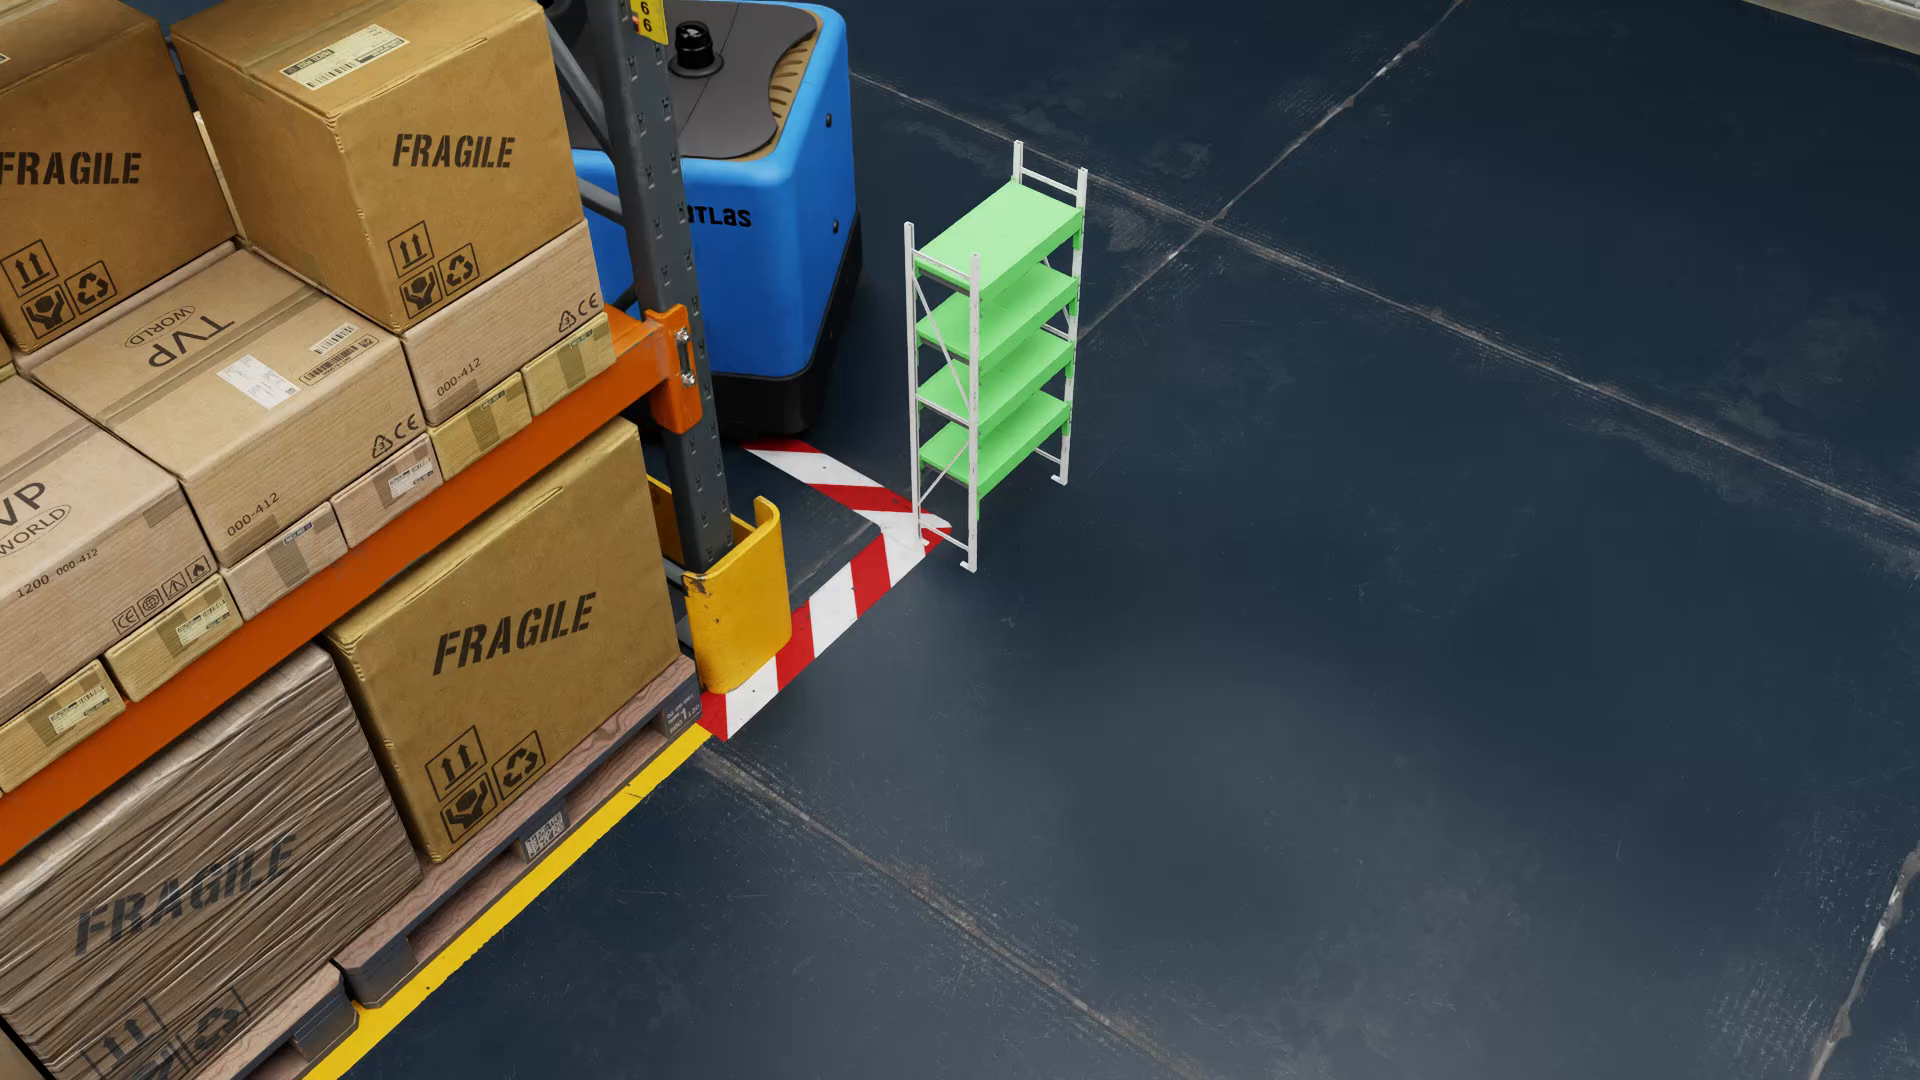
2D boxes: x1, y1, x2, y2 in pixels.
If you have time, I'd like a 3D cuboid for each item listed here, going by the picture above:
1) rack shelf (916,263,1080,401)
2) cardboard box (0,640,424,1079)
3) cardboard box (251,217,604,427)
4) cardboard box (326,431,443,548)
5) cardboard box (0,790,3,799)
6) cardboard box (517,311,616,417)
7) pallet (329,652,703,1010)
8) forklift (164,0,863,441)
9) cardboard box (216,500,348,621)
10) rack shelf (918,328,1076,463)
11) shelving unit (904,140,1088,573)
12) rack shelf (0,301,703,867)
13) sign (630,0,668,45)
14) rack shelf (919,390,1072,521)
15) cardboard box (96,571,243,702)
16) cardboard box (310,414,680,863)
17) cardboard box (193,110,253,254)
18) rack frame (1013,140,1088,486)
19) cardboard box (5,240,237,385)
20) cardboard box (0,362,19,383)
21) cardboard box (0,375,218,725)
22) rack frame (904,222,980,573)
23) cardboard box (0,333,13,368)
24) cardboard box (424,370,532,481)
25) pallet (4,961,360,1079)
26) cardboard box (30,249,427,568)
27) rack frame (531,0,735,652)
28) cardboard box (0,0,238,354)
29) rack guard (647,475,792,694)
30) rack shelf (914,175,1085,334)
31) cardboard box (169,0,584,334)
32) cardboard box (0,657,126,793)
[{"bbox_3d":[0.101,-0.631,4.779,0.258,0.148,0.480,29,53,25],"label":"rack shelf"},{"bbox_3d":[-1.943,0.599,3.782,0.875,0.875,0.875,29,53,25],"label":"cardboard box"},{"bbox_3d":[-1.145,-0.568,3.617,0.500,0.250,0.500,28,53,24],"label":"cardboard box"},{"bbox_3d":[-1.328,-0.183,3.524,0.380,0.149,0.250,29,53,25],"label":"cardboard box"},{"bbox_3d":[-1.950,0.399,2.968,0.380,0.149,0.250,30,53,26],"label":"cardboard box"},{"bbox_3d":[-1.015,-0.476,3.804,0.380,0.149,0.250,30,53,26],"label":"cardboard box"},{"bbox_3d":[-1.485,0.543,4.585,1.003,0.211,1.213,29,53,25],"label":"pallet"},{"bbox_3d":[-1.918,-1.824,4.966,3.031,2.935,1.130,6,47,5],"label":"forklift"},{"bbox_3d":[-1.481,-0.040,3.388,0.380,0.149,0.250,30,53,26],"label":"cardboard box"},{"bbox_3d":[0.101,-0.465,4.953,0.258,0.148,0.480,29,53,25],"label":"rack shelf"},{"bbox_3d":[0.101,-0.509,4.907,0.258,1.200,0.503,29,53,25],"label":"shelving unit"},{"bbox_3d":[-2.281,0.481,3.214,1.077,0.370,4.000,29,53,25],"label":"rack shelf"},{"bbox_3d":[-0.637,-1.146,3.306,0.100,0.325,0.005,29,53,25],"label":"sign"},{"bbox_3d":[0.101,-0.299,5.126,0.258,0.148,0.480,29,53,25],"label":"rack shelf"},{"bbox_3d":[-1.639,0.109,3.245,0.380,0.149,0.250,28,52,24],"label":"cardboard box"},{"bbox_3d":[-1.386,0.078,4.280,0.875,0.875,0.875,29,53,25],"label":"cardboard box"},{"bbox_3d":[-1.565,-0.808,3.845,0.500,0.250,0.500,28,52,24],"label":"cardboard box"},{"bbox_3d":[0.250,-0.649,5.040,0.240,1.200,0.015,29,53,25],"label":"rack frame"},{"bbox_3d":[-1.878,-0.507,3.558,0.500,0.250,0.500,29,53,25],"label":"cardboard box"},{"bbox_3d":[-2.188,-0.221,3.285,0.500,0.250,0.500,28,52,24],"label":"cardboard box"},{"bbox_3d":[-1.766,0.013,3.061,0.500,0.250,0.500,27,52,24],"label":"cardboard box"},{"bbox_3d":[-0.048,-0.370,4.773,0.240,1.200,0.015,29,53,25],"label":"rack frame"},{"bbox_3d":[-2.183,-0.481,3.015,0.500,0.500,0.500,28,52,24],"label":"cardboard box"},{"bbox_3d":[-1.173,-0.326,3.661,0.380,0.149,0.250,30,53,25],"label":"cardboard box"},{"bbox_3d":[-2.231,1.238,3.921,1.003,0.211,1.213,29,53,25],"label":"pallet"},{"bbox_3d":[-1.455,-0.278,3.340,0.500,0.250,0.500,28,53,24],"label":"cardboard box"},{"bbox_3d":[-1.058,-0.912,4.047,1.000,3.000,0.127,29,53,25],"label":"rack frame"},{"bbox_3d":[-1.871,-0.781,3.301,0.500,0.500,0.500,28,52,24],"label":"cardboard box"},{"bbox_3d":[-1.044,-0.062,4.964,1.175,0.500,0.348,29,53,25],"label":"rack guard"},{"bbox_3d":[0.101,-0.797,4.606,0.258,0.148,0.480,29,53,25],"label":"rack shelf"},{"bbox_3d":[-1.148,-0.827,3.345,0.500,0.500,0.500,30,53,25],"label":"cardboard box"},{"bbox_3d":[-1.797,0.258,3.103,0.380,0.149,0.250,29,53,25],"label":"cardboard box"}]
